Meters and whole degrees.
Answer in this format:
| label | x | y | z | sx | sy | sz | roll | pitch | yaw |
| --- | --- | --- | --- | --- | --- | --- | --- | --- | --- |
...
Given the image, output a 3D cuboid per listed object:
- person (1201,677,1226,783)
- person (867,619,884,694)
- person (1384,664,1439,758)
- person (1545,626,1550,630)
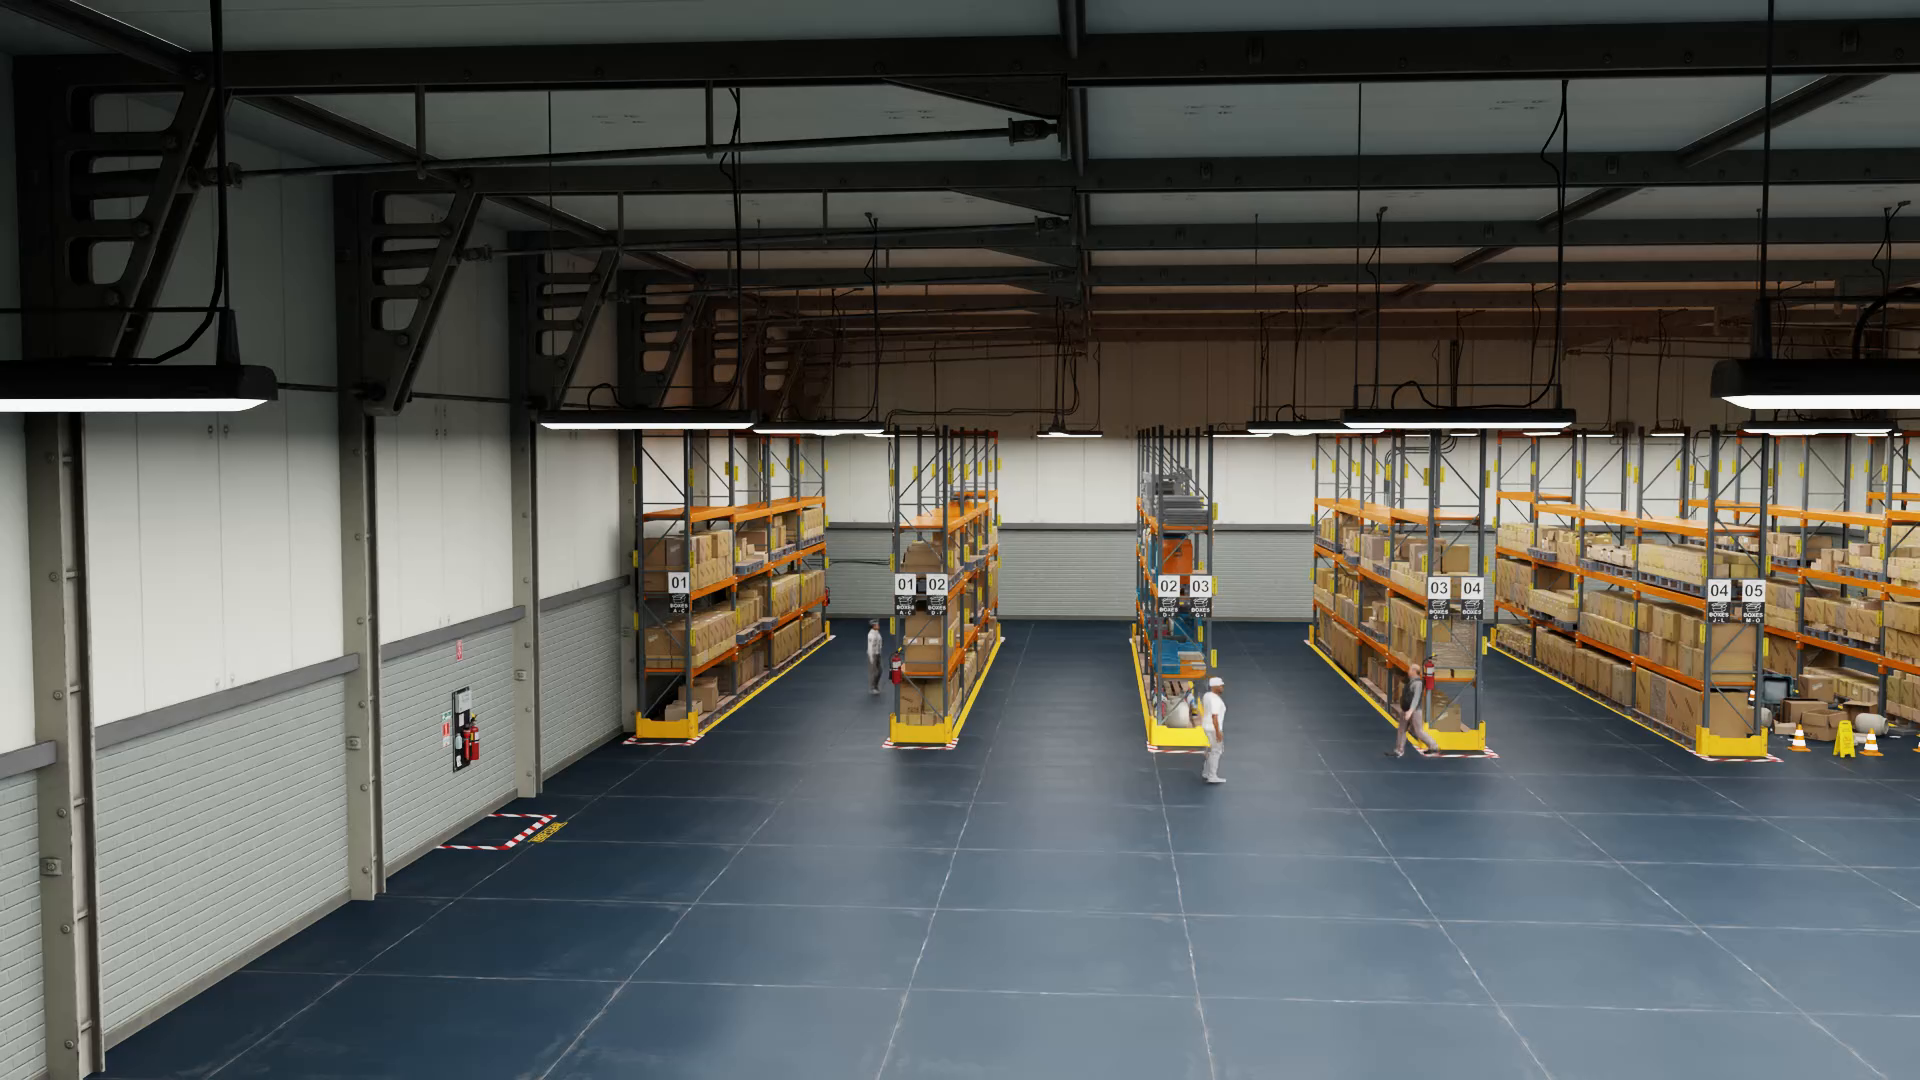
| label | x | y | z | sx | sy | sz | roll | pitch | yaw |
| --- | --- | --- | --- | --- | --- | --- | --- | --- | --- |
| person | 4.256 | 3.192 | 27.838 | 0.387 | 1.798 | 0.655 | 0 | 3 | -5 |
| person | -1.925 | 2.658 | 37.664 | 0.353 | 1.755 | 0.560 | 1 | 4 | 19 |
| person | 8.135 | 3.086 | 29.929 | 0.943 | 1.688 | 0.551 | -1 | 3 | -12 |
| person | 17.318 | 1.968 | 48.515 | 0.742 | 1.641 | 0.499 | -2 | 4 | -24 |
